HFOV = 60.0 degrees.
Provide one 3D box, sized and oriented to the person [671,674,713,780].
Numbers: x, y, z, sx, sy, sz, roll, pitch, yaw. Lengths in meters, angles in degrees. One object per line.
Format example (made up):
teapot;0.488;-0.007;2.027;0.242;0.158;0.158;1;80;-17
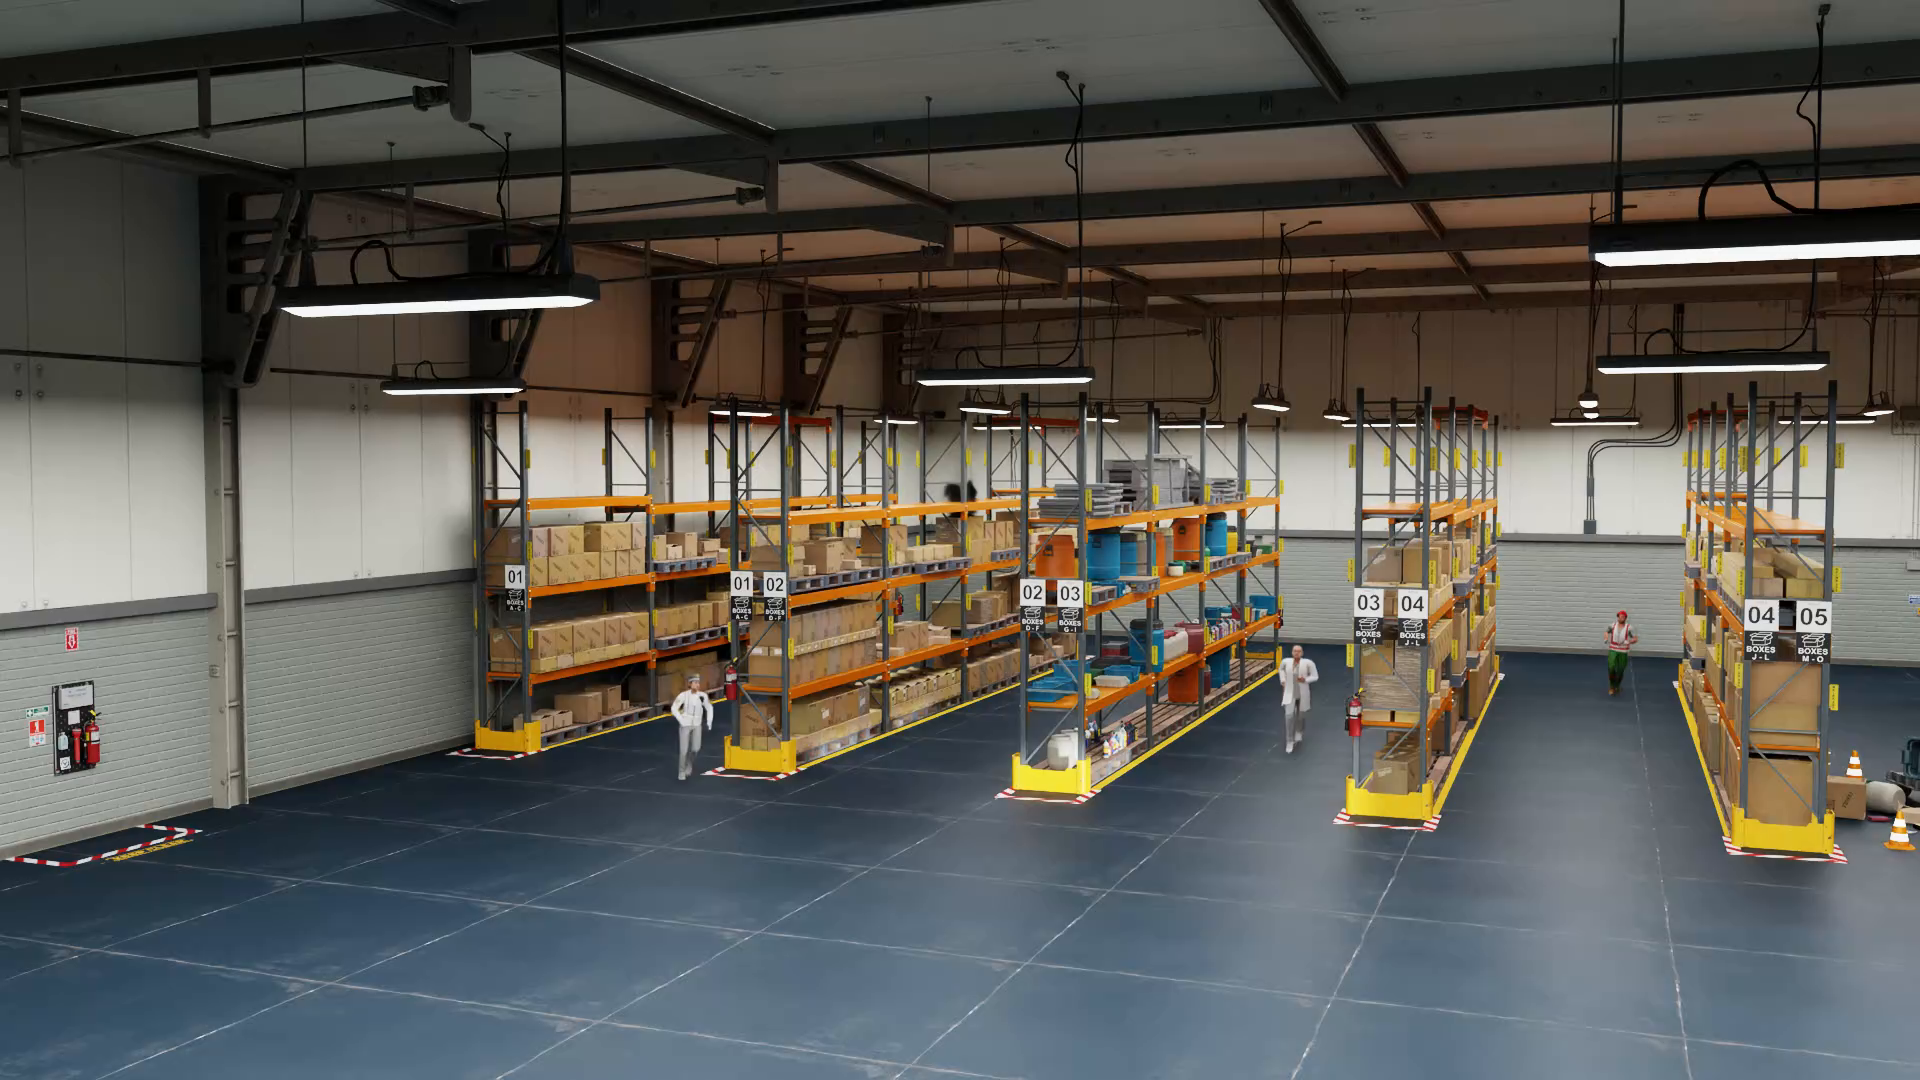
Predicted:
person;-4.167;2.917;25.988;0.690;1.649;0.488;-1;3;-20

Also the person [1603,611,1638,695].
person;14.042;2.405;35.351;0.692;1.828;0.648;2;3;30

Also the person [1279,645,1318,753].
person;5.860;2.733;28.793;0.668;1.826;1.085;1;3;12
